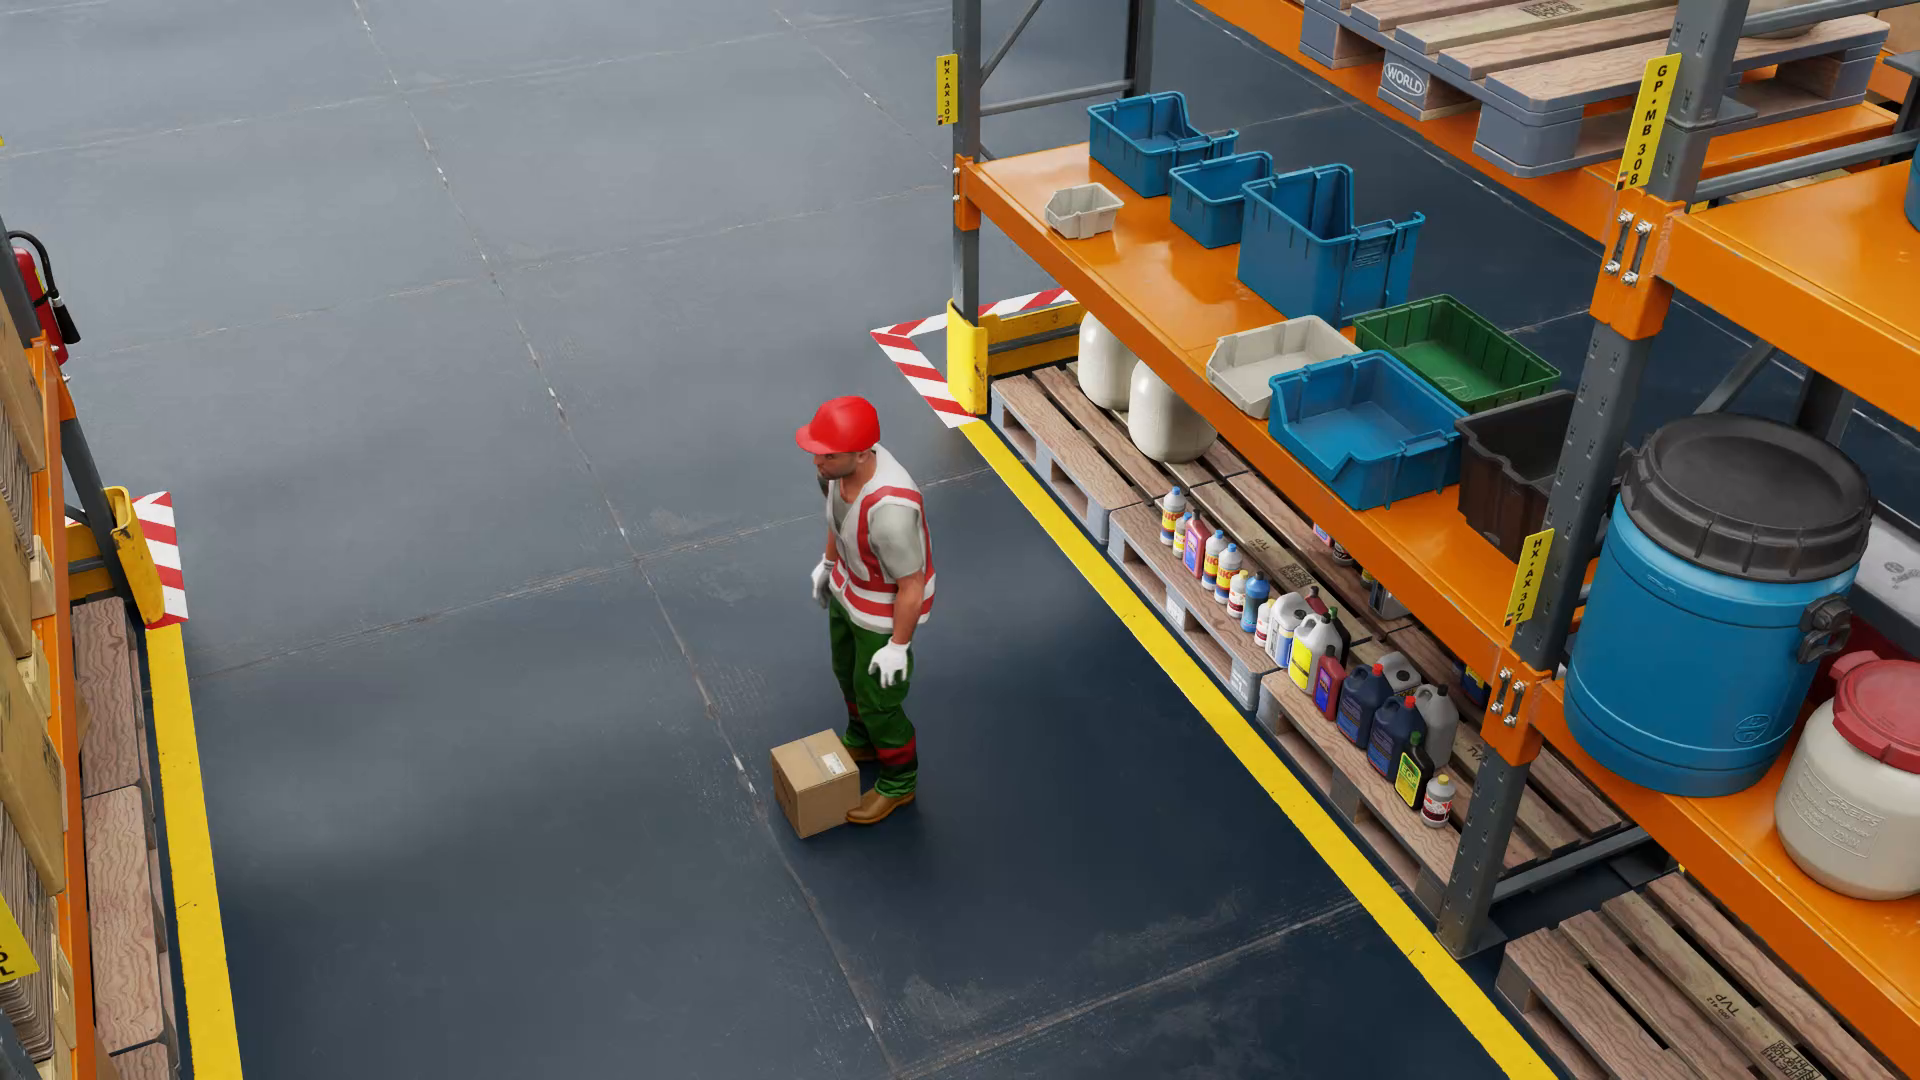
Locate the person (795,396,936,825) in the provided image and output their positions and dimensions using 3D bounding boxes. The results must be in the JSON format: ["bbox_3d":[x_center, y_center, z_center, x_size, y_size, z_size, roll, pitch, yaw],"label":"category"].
[{"bbox_3d":[-0.328,0.241,5.815,0.445,1.781,0.621,-18,40,-22],"label":"person"}]
